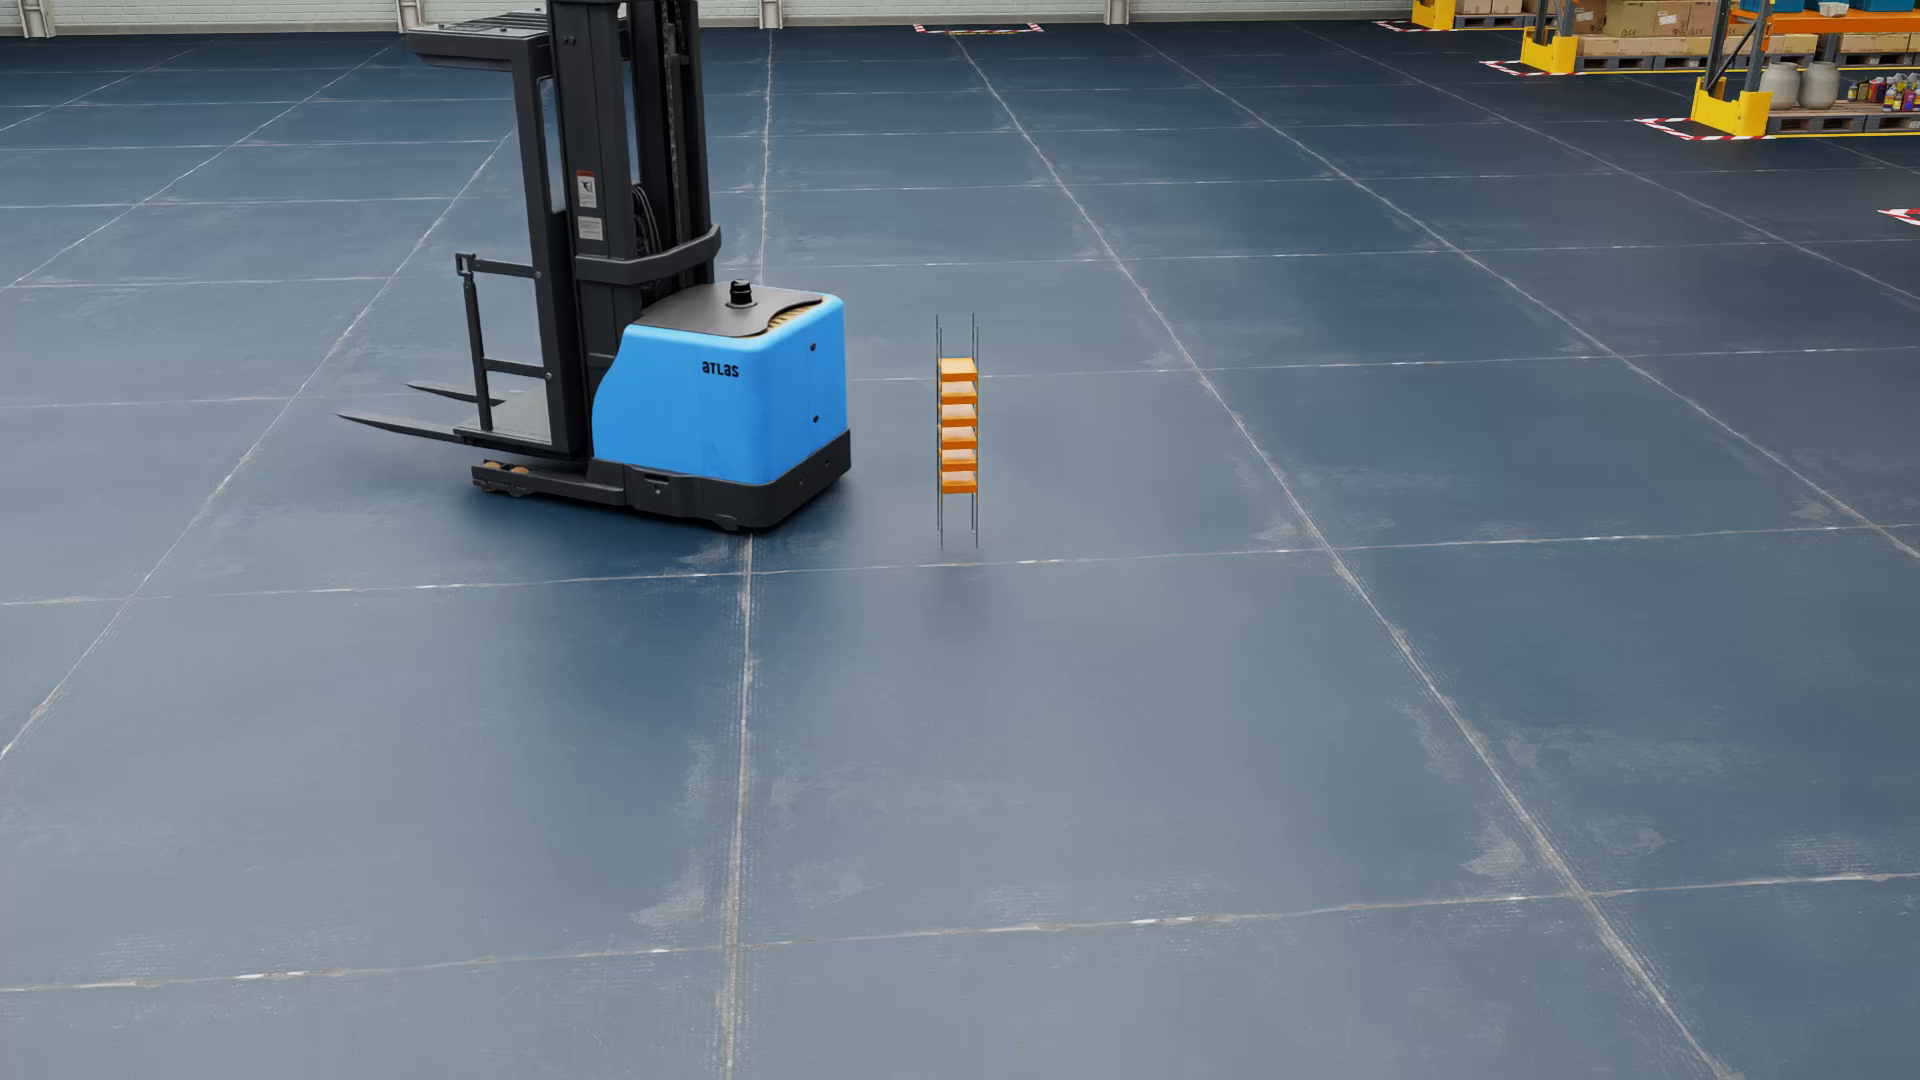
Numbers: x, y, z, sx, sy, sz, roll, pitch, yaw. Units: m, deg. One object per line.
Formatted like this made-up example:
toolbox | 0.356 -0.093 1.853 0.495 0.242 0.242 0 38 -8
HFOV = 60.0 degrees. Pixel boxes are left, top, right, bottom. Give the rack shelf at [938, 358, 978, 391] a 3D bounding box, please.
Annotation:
rack shelf | -0.014 -0.836 8.377 0.180 0.103 0.258 -2 24 -5

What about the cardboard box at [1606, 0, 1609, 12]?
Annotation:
cardboard box | 11.042 -9.433 28.816 0.500 0.500 0.500 -4 24 -9

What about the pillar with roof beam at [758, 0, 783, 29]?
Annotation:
pillar with roof beam | -2.817 -11.172 22.807 0.400 9.000 9.100 -2 24 -5

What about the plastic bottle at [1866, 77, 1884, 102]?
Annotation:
plastic bottle | 11.102 -5.474 20.184 0.135 0.276 0.152 -2 24 -5

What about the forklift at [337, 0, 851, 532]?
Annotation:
forklift | -2.187 -1.763 9.107 3.031 2.935 1.130 10 26 21

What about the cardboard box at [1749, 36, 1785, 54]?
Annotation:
cardboard box | 11.623 -7.243 24.220 0.500 0.250 0.500 -2 24 -5

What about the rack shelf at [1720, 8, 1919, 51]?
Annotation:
rack shelf | 11.054 -6.019 19.485 4.000 0.370 1.077 -2 24 -5

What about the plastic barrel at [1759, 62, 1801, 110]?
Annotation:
plastic barrel | 9.711 -5.380 19.708 0.421 0.512 0.421 0 24 0

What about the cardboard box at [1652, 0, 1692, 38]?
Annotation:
cardboard box | 10.130 -7.526 23.934 0.500 0.500 0.500 -2 24 -5

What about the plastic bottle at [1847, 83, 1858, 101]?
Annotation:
plastic bottle | 10.848 -5.441 20.202 0.097 0.201 0.097 0 24 0

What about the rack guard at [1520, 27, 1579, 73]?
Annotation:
rack guard | 8.557 -7.127 24.170 0.348 0.500 1.175 -2 24 -5

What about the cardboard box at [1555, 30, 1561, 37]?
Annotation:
cardboard box | 9.085 -7.347 24.454 0.500 0.250 0.500 -2 24 -5

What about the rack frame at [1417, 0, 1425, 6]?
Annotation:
rack frame | 8.090 -10.273 28.168 0.127 3.000 1.000 -2 24 -5

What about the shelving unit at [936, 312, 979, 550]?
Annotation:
shelving unit | -0.014 -0.548 8.505 0.189 1.200 0.258 -2 24 -5

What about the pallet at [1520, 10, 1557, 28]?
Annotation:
pallet | 10.189 -9.067 28.889 1.213 0.211 1.003 -2 24 -5

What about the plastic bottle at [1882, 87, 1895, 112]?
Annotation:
plastic bottle | 10.898 -5.169 19.503 0.097 0.271 0.097 0 24 0

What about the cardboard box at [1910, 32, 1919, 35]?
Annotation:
cardboard box | 14.010 -7.577 24.281 0.500 0.311 0.500 -3 24 -7

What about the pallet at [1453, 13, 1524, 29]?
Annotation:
pallet | 8.977 -9.019 28.782 1.213 0.211 1.003 -2 24 -5

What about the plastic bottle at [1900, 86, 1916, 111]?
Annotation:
plastic bottle | 11.126 -5.176 19.505 0.133 0.283 0.061 -2 24 -4

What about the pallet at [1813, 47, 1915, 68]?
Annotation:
pallet | 13.290 -7.201 24.691 1.213 0.211 1.003 -2 24 -5

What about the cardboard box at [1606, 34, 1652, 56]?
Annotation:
cardboard box | 9.633 -7.159 24.031 0.500 0.250 0.500 -2 24 -5

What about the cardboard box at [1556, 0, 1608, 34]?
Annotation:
cardboard box | 9.085 -7.690 24.304 0.500 0.500 0.500 -2 24 -5

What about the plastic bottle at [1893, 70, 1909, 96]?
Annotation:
plastic bottle | 11.404 -5.522 20.200 0.185 0.351 0.144 -1 24 -3

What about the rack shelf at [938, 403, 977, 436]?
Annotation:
rack shelf | -0.014 -0.617 8.474 0.180 0.103 0.258 -2 24 -5

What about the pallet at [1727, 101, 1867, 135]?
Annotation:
pallet | 9.944 -5.046 19.843 1.213 0.211 1.003 -2 24 -5

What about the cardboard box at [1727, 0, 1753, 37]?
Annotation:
cardboard box | 11.125 -7.565 24.021 0.500 0.500 0.500 -2 24 -5

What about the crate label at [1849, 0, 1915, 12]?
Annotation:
crate label | 10.869 -6.467 19.563 0.616 0.435 0.502 -2 24 -5

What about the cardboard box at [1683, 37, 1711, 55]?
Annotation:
cardboard box | 10.629 -7.197 24.116 0.500 0.250 0.500 -2 24 -5

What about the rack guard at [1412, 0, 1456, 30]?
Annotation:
rack guard | 8.165 -9.133 28.683 0.348 0.500 1.175 -2 24 -5

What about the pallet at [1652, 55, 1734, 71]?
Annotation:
pallet | 10.549 -7.091 24.444 1.213 0.211 1.003 -2 24 -5

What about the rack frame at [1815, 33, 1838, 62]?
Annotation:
rack frame | 12.561 -8.430 24.023 0.127 3.000 1.000 -2 24 -5

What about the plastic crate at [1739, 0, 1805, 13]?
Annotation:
plastic crate | 9.532 -6.341 19.506 0.616 0.251 0.499 -2 24 -5

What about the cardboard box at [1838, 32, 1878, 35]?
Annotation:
cardboard box | 12.997 -7.538 24.193 0.500 0.311 0.500 -2 24 -5

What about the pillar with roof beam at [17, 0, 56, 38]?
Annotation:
pillar with roof beam | -14.759 -10.693 21.729 0.400 9.000 9.100 -2 24 -5

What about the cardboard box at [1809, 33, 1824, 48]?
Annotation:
cardboard box | 12.945 -7.499 24.797 0.500 0.250 0.500 -3 24 -6

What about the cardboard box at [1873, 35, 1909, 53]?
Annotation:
cardboard box | 13.496 -7.301 24.352 0.500 0.250 0.500 -2 24 -4

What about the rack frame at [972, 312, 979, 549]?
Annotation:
rack frame | 0.077 -0.551 8.513 0.006 1.200 0.240 -2 24 -5

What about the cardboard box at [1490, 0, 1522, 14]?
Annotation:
cardboard box | 9.355 -9.259 28.657 0.500 0.311 0.500 0 24 -1

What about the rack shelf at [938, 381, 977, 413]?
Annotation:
rack shelf | -0.014 -0.726 8.426 0.180 0.103 0.258 -2 24 -5

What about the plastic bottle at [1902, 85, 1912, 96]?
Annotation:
plastic bottle | 11.460 -5.407 20.125 0.097 0.201 0.097 0 24 0
